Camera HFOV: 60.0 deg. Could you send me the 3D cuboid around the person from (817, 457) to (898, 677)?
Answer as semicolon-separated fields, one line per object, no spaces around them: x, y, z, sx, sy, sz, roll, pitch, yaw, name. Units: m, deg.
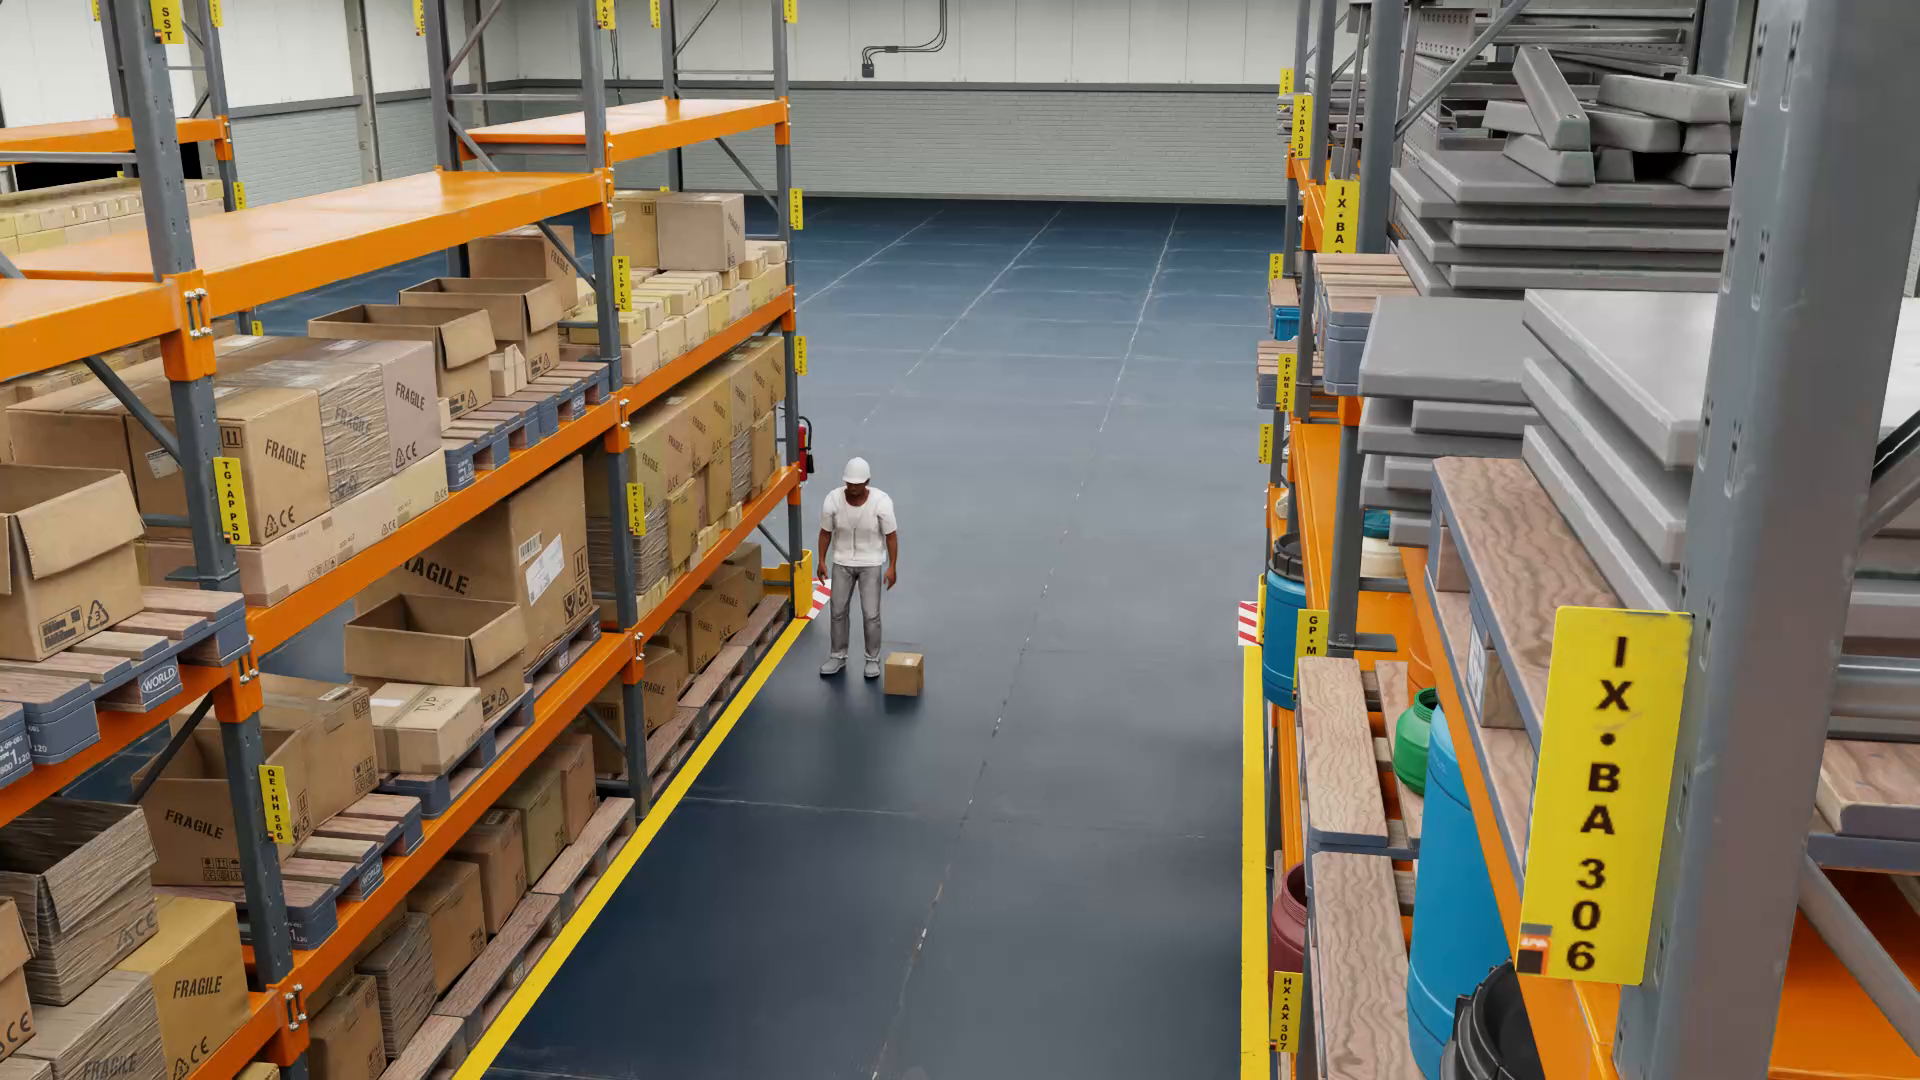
-0.798;0.199;12.888;0.631;1.759;0.461;3;18;9;person
